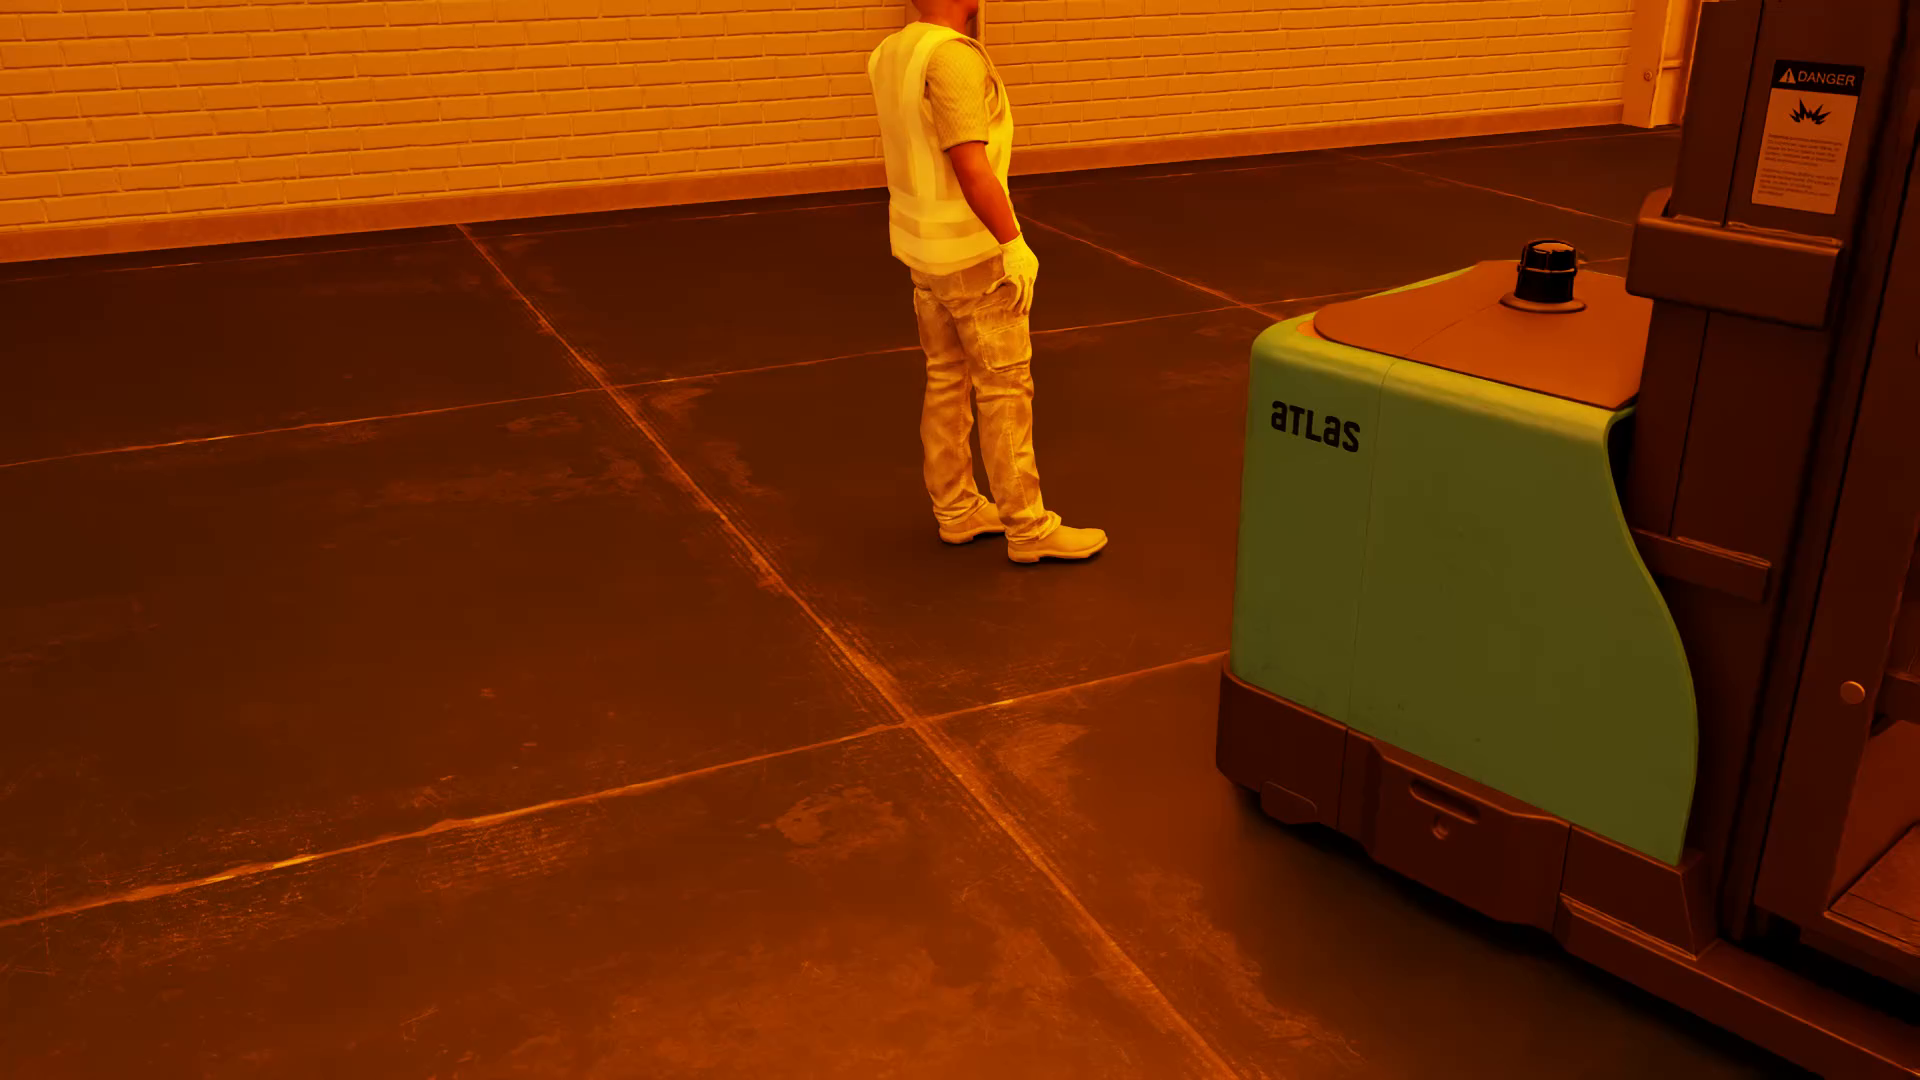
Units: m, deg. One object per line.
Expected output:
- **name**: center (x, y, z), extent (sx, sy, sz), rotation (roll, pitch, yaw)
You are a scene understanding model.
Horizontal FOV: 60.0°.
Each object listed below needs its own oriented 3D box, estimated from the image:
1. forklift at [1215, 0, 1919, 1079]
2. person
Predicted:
- **forklift**: center (1.938, -0.497, 2.482), extent (1.130, 2.935, 3.031), rotation (-19, 29, -39)
- **person**: center (0.069, -0.839, 4.784), extent (0.575, 1.784, 0.656), rotation (-10, 25, -23)
